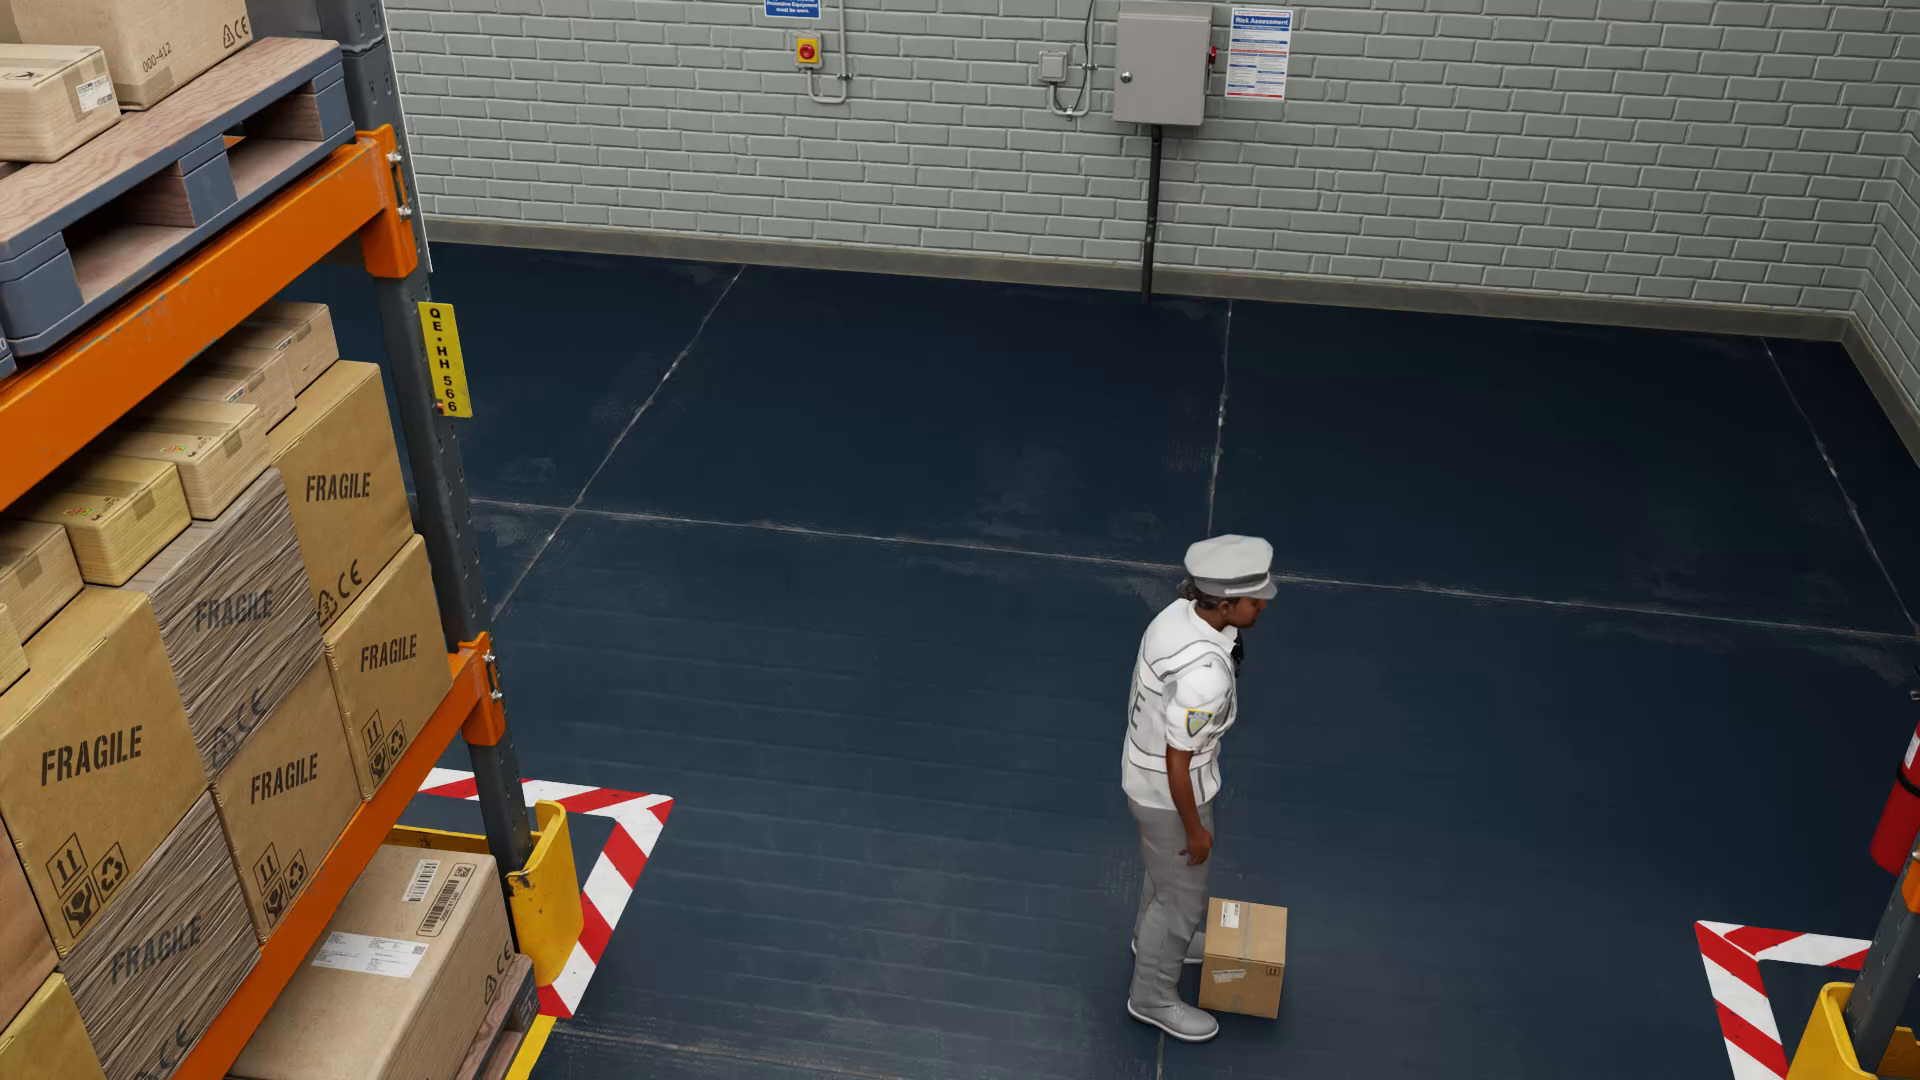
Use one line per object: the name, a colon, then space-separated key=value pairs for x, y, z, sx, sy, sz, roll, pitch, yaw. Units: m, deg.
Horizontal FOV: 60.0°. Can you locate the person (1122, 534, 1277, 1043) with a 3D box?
person: x=0.681 y=0.733 z=4.991 sx=0.396 sy=1.660 sz=0.524 roll=4 pitch=33 yaw=7
